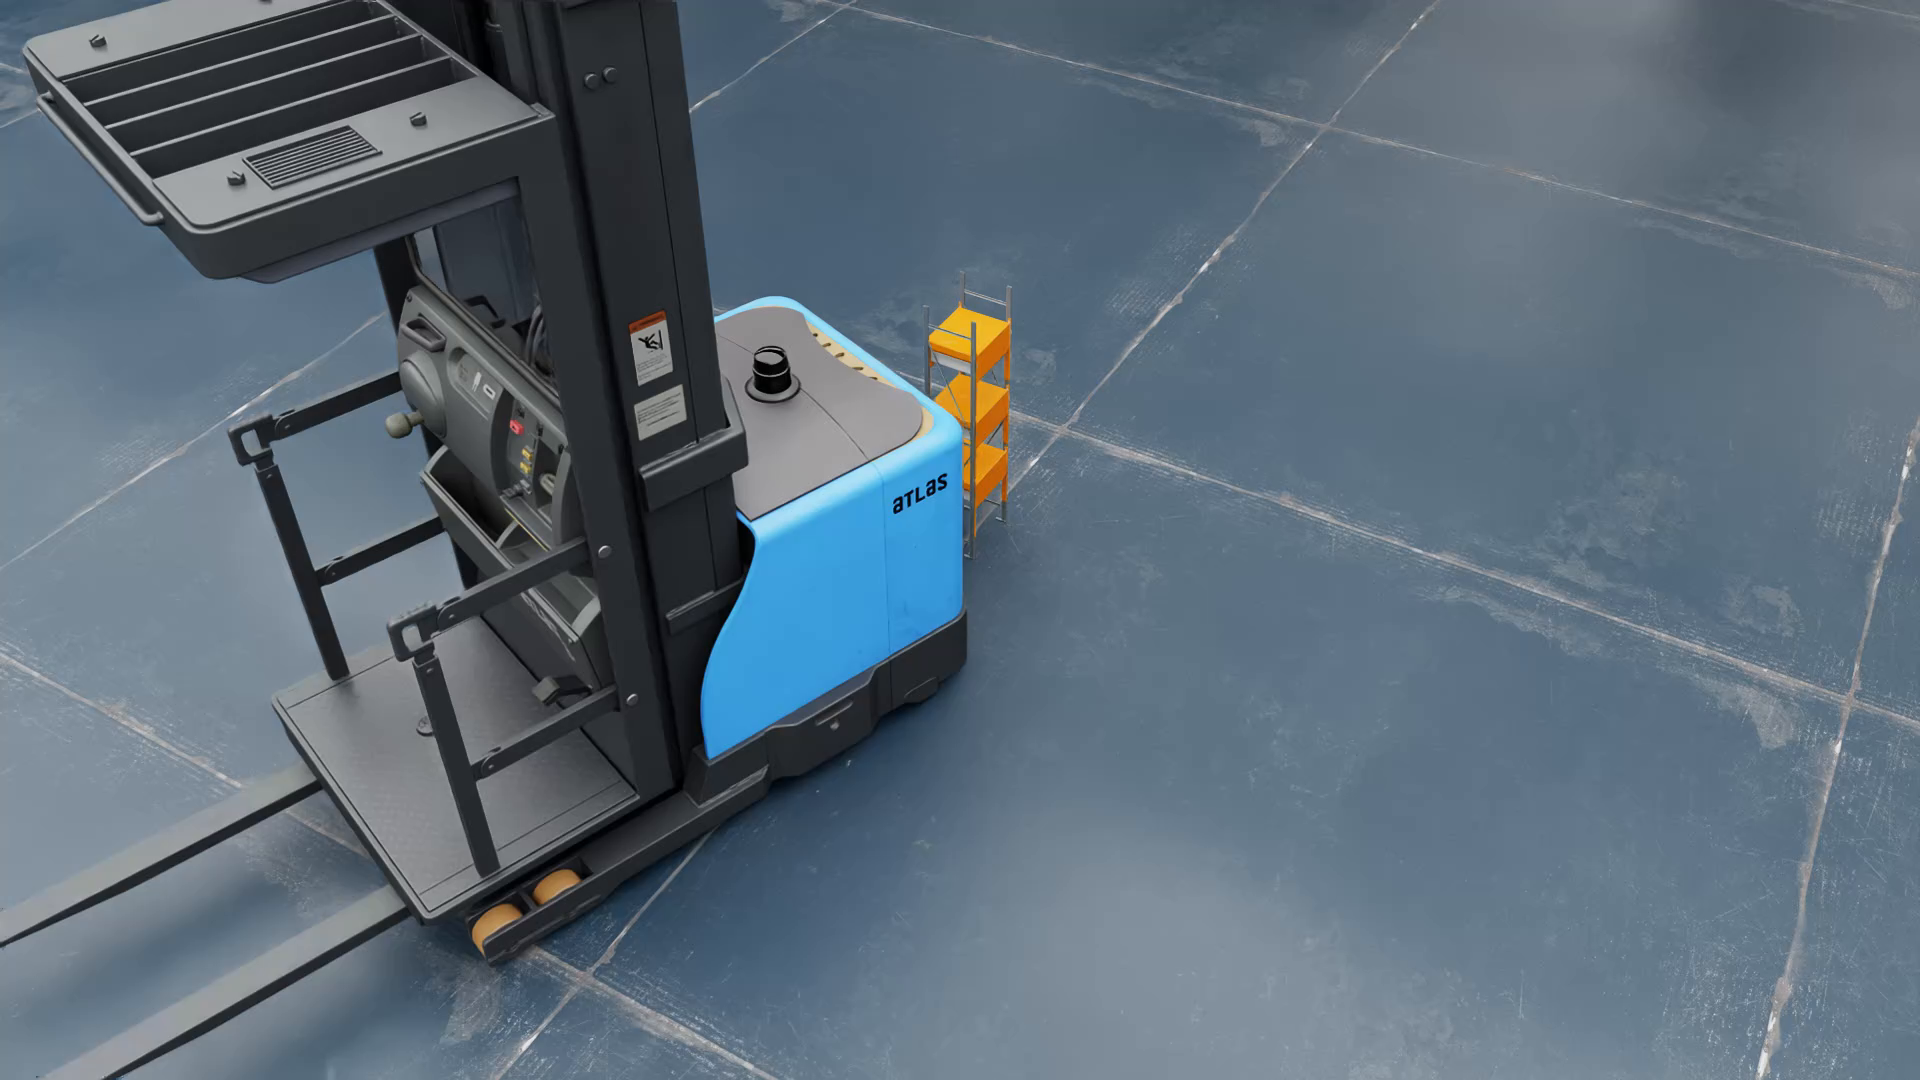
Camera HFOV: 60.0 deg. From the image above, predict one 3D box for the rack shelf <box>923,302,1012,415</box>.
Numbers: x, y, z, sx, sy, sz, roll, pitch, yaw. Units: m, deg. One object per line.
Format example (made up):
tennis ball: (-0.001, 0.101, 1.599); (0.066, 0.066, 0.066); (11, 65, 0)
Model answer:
rack shelf: (0.027, -0.630, 5.757); (0.215, 0.259, 0.240); (21, 45, 22)

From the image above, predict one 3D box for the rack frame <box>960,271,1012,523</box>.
rack frame: (0.088, -0.494, 6.017); (0.200, 1.050, 0.008); (21, 45, 22)

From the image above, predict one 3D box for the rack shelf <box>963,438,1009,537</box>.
rack shelf: (0.027, -0.208, 6.128); (0.215, 0.259, 0.240); (21, 45, 22)

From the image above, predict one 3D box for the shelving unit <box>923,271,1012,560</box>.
shelving unit: (0.027, -0.425, 5.938); (0.215, 1.050, 0.252); (21, 45, 22)

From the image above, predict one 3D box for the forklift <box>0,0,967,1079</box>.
forklift: (-1.433, -0.270, 4.338); (3.031, 2.935, 1.130); (-29, 49, -29)

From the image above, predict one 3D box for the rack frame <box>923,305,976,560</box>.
rack frame: (-0.034, -0.355, 5.859); (0.200, 1.050, 0.008); (21, 45, 22)

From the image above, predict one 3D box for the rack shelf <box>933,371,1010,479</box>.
rack shelf: (0.027, -0.417, 5.945); (0.215, 0.259, 0.240); (21, 45, 22)
